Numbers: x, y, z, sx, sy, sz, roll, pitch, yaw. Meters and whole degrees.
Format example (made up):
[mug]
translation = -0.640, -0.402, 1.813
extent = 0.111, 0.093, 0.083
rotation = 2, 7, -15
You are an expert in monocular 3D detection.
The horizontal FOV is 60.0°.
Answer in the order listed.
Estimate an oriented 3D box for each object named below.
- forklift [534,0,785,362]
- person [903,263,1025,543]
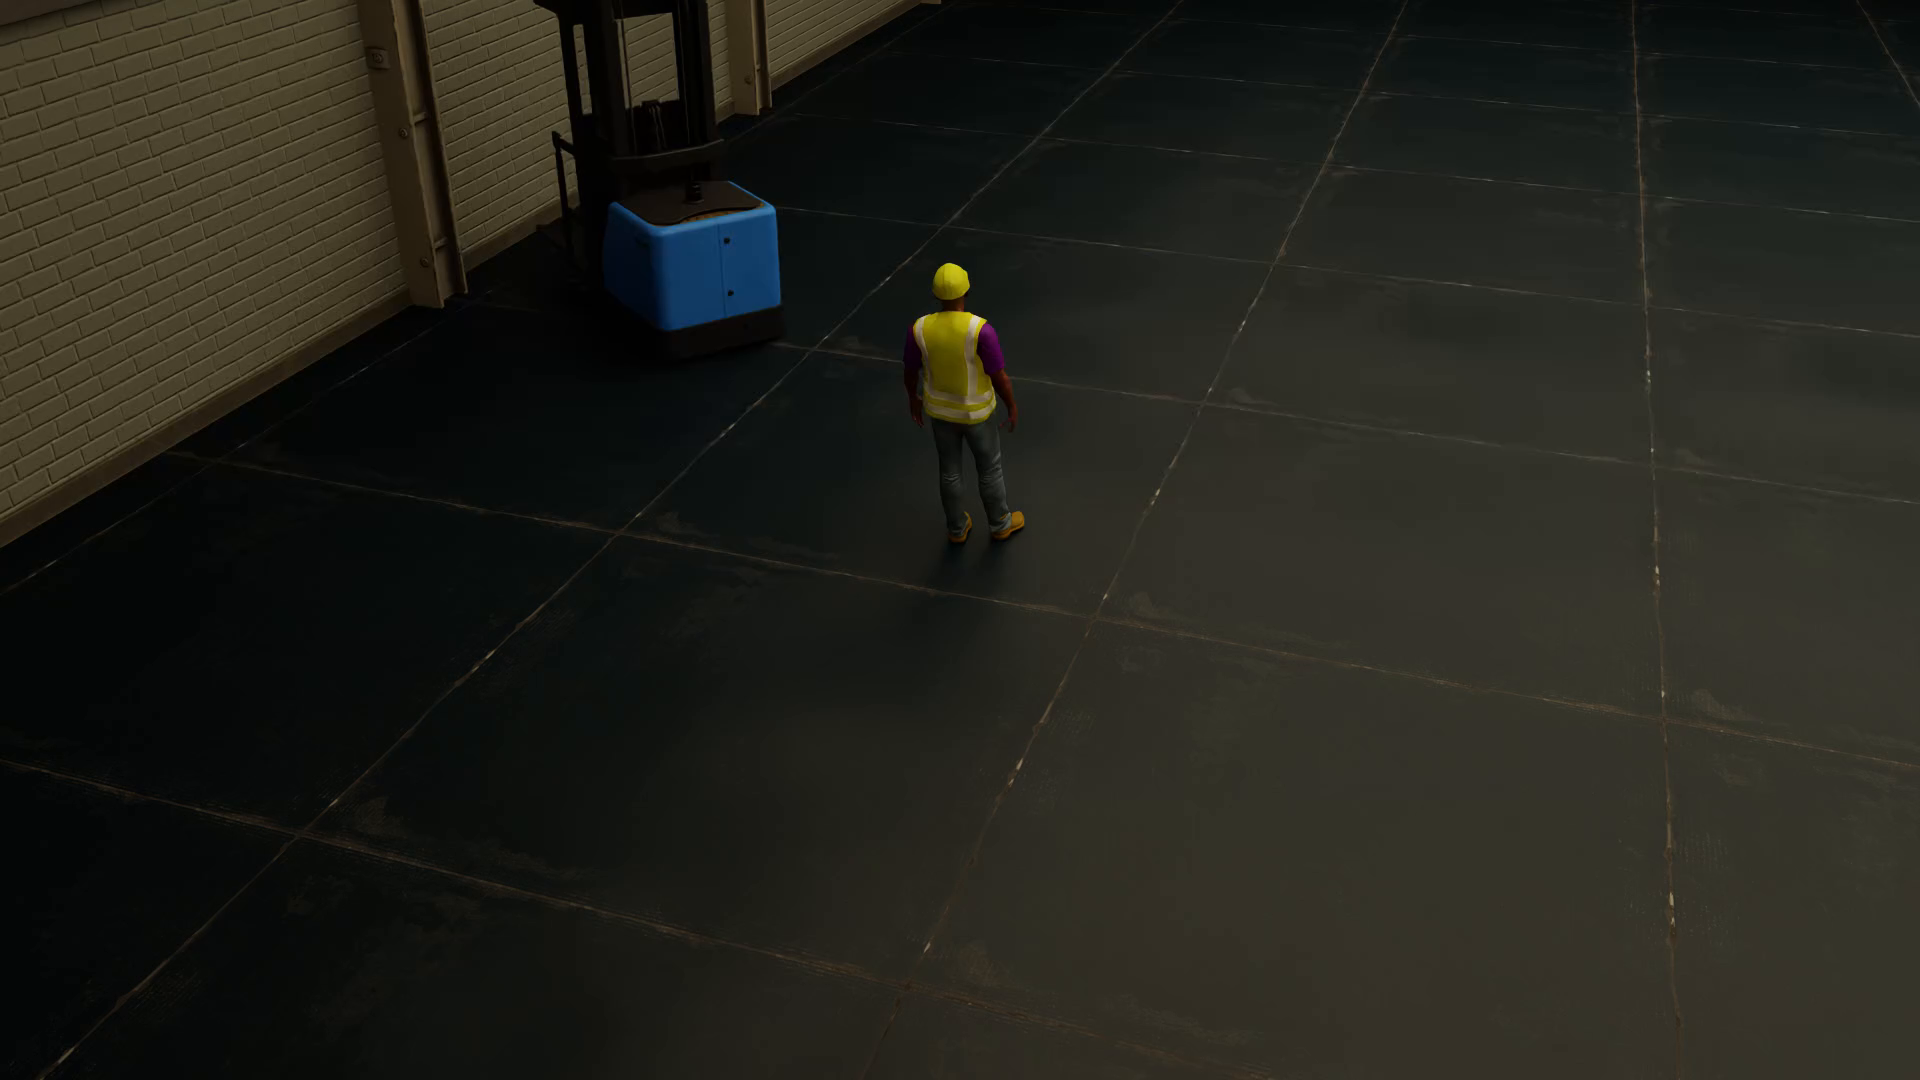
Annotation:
[forklift]
translation = -2.572, -3.273, 12.878
extent = 1.130, 2.935, 3.031
rotation = -18, 34, -29
[person]
translation = 0.029, -0.805, 9.710
extent = 0.665, 1.765, 0.577
rotation = 10, 31, 16
